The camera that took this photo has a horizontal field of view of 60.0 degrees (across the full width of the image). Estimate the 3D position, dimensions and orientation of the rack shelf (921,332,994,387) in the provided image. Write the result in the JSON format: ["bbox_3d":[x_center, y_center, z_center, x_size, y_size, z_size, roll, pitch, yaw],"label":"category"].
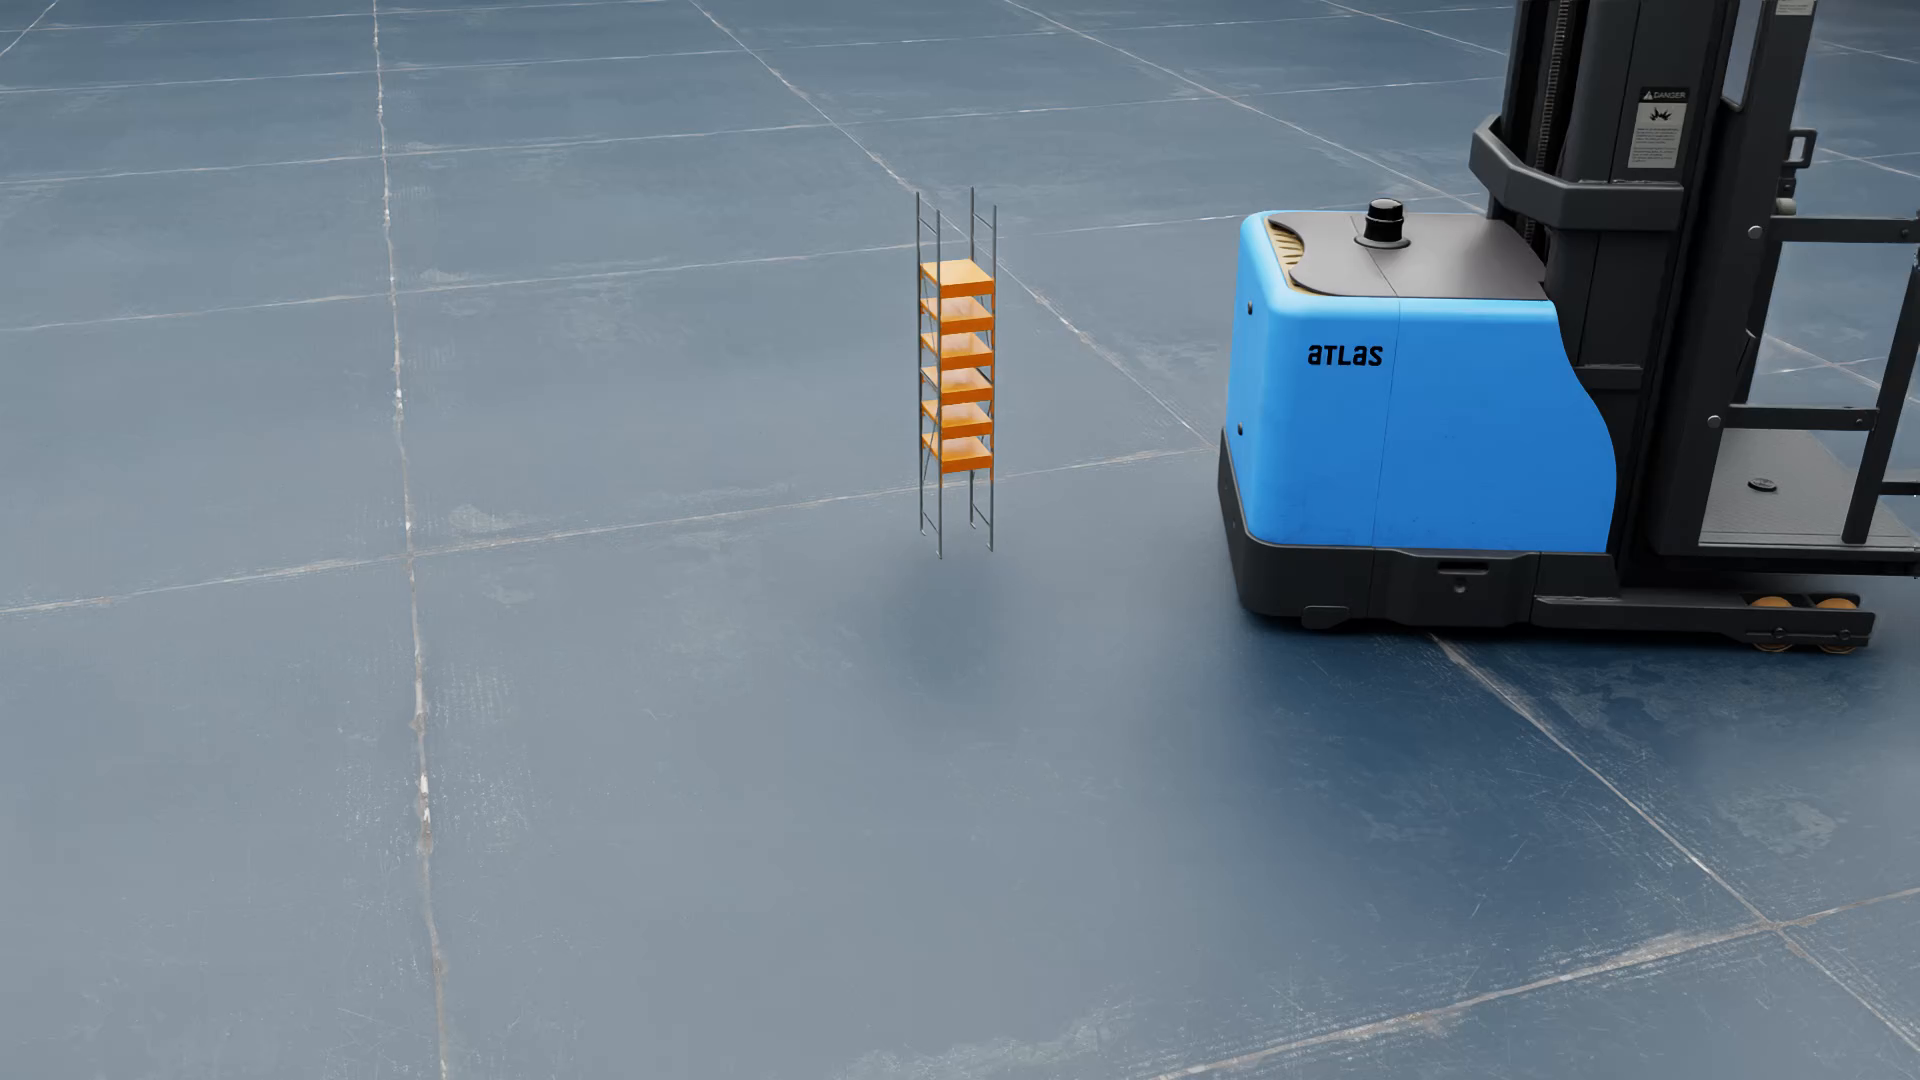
[{"bbox_3d":[-0.014,-0.603,5.446,0.180,0.103,0.258,-8,28,-16],"label":"rack shelf"}]

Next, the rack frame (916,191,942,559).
[{"bbox_3d":[-0.101,-0.523,5.454,0.006,1.200,0.240,-8,28,-16],"label":"rack frame"}]

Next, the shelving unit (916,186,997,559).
[{"bbox_3d":[-0.014,-0.535,5.479,0.189,1.200,0.258,-8,28,-16],"label":"shelving unit"}]

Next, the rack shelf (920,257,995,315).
[{"bbox_3d":[-0.014,-0.818,5.339,0.180,0.103,0.258,-8,28,-16],"label":"rack shelf"}]

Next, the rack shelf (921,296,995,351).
[{"bbox_3d":[-0.014,-0.711,5.392,0.180,0.103,0.258,-8,28,-16],"label":"rack shelf"}]

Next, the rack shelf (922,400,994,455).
[{"bbox_3d":[-0.014,-0.388,5.552,0.180,0.103,0.258,-8,28,-16],"label":"rack shelf"}]

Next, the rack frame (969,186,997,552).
[{"bbox_3d":[0.073,-0.548,5.505,0.006,1.200,0.240,-8,28,-16],"label":"rack frame"}]

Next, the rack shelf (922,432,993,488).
[{"bbox_3d":[-0.014,-0.281,5.606,0.180,0.103,0.258,-8,28,-16],"label":"rack shelf"}]

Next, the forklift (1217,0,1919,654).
[{"bbox_3d":[2.412,-1.211,4.893,3.031,2.935,1.130,1,26,3],"label":"forklift"}]

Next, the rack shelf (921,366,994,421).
[{"bbox_3d":[-0.014,-0.496,5.499,0.180,0.103,0.258,-8,28,-16],"label":"rack shelf"}]
